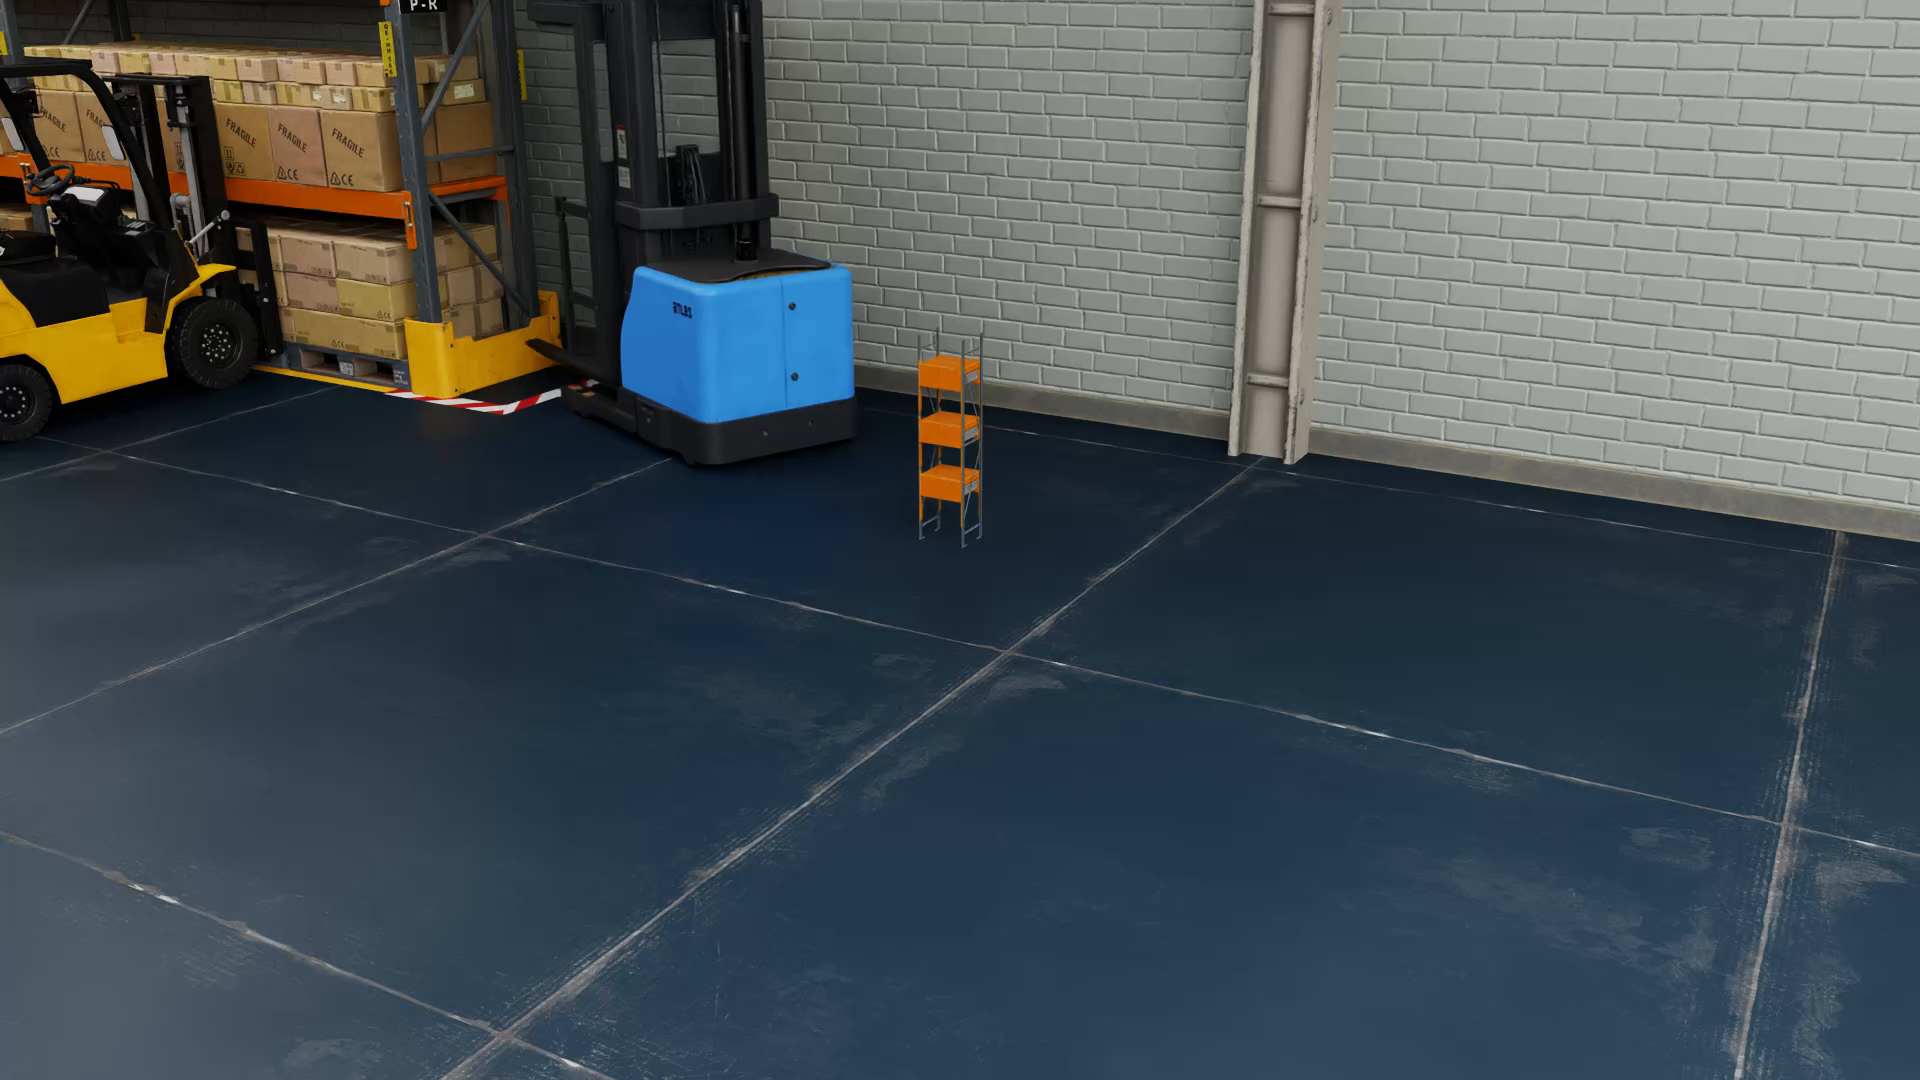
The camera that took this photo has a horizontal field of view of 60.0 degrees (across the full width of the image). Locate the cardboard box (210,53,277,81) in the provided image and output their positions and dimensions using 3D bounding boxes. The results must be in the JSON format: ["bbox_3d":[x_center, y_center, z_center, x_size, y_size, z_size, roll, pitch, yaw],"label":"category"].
[{"bbox_3d":[-4.836,-3.207,11.272,0.250,0.149,0.380,11,23,28],"label":"cardboard box"}]

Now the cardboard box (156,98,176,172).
[{"bbox_3d":[-5.584,-2.931,11.899,0.500,0.500,0.500,11,22,27],"label":"cardboard box"}]

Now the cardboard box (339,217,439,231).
[{"bbox_3d":[-4.022,-2.129,11.785,0.500,0.250,0.500,11,23,27],"label":"cardboard box"}]

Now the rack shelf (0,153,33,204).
[{"bbox_3d":[-8.495,-3.195,13.830,4.000,0.370,1.077,11,23,27],"label":"rack shelf"}]

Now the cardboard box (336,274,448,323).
[{"bbox_3d":[-3.834,-1.663,11.235,0.500,0.250,0.500,10,22,27],"label":"cardboard box"}]

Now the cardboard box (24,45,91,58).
[{"bbox_3d":[-6.616,-3.551,12.222,0.250,0.149,0.380,11,23,28],"label":"cardboard box"}]

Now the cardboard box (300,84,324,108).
[{"bbox_3d":[-4.131,-2.957,11.020,0.250,0.149,0.380,11,23,28],"label":"cardboard box"}]

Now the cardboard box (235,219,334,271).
[{"bbox_3d":[-4.705,-2.058,11.591,0.500,0.250,0.500,11,23,28],"label":"cardboard box"}]

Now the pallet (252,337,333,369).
[{"bbox_3d":[-5.006,-1.543,12.308,1.213,0.211,1.003,11,23,27],"label":"pallet"}]

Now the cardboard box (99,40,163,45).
[{"bbox_3d":[-6.323,-3.729,12.714,0.250,0.149,0.380,11,23,27],"label":"cardboard box"}]

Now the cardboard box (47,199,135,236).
[{"bbox_3d":[-6.480,-2.402,12.538,0.500,0.250,0.500,10,22,26],"label":"cardboard box"}]

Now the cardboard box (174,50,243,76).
[{"bbox_3d":[-5.226,-3.324,11.597,0.250,0.149,0.380,11,23,28],"label":"cardboard box"}]

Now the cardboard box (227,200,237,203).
[{"bbox_3d":[-5.775,-2.472,12.730,0.500,0.250,0.500,10,22,27],"label":"cardboard box"}]

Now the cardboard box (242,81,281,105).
[{"bbox_3d":[-4.598,-3.032,11.226,0.250,0.149,0.380,10,22,26],"label":"cardboard box"}]

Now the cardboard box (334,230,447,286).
[{"bbox_3d":[-3.811,-1.894,11.138,0.500,0.250,0.500,12,23,29],"label":"cardboard box"}]

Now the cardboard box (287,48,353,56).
[{"bbox_3d":[-4.528,-3.395,11.792,0.250,0.149,0.380,10,22,26],"label":"cardboard box"}]

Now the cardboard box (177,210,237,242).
[{"bbox_3d":[-5.598,-2.234,12.076,0.500,0.250,0.500,12,23,29],"label":"cardboard box"}]

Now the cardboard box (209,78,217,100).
[{"bbox_3d":[-5.002,-3.136,11.514,0.250,0.149,0.380,11,22,27],"label":"cardboard box"}]

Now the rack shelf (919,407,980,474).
[{"bbox_3d":[-0.047,-0.492,8.214,0.240,0.259,0.215,11,23,27],"label":"rack shelf"}]

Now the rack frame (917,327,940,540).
[{"bbox_3d":[-0.153,-0.523,8.267,0.008,1.050,0.200,11,23,27],"label":"rack frame"}]

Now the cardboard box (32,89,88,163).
[{"bbox_3d":[-6.489,-3.096,12.356,0.500,0.500,0.500,10,22,26],"label":"cardboard box"}]

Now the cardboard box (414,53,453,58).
[{"bbox_3d":[-3.648,-3.210,11.281,0.250,0.149,0.380,12,23,29],"label":"cardboard box"}]

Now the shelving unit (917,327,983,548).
[{"bbox_3d":[-0.047,-0.502,8.211,0.252,1.050,0.215,11,23,27],"label":"shelving unit"}]

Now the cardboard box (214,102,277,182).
[{"bbox_3d":[-4.711,-2.760,11.430,0.500,0.500,0.500,10,22,26],"label":"cardboard box"}]

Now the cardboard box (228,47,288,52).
[{"bbox_3d":[-5.015,-3.455,11.958,0.250,0.149,0.380,12,23,29],"label":"cardboard box"}]

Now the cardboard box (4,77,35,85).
[{"bbox_3d":[-7.156,-3.543,12.637,0.250,0.149,0.380,12,23,29],"label":"cardboard box"}]

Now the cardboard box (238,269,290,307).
[{"bbox_3d":[-4.728,-1.830,11.693,0.500,0.250,0.500,10,22,26],"label":"cardboard box"}]

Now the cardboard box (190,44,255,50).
[{"bbox_3d":[-5.421,-3.563,12.255,0.250,0.149,0.380,10,22,26],"label":"cardboard box"}]

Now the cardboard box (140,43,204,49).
[{"bbox_3d":[-5.887,-3.635,12.454,0.250,0.149,0.380,11,22,27],"label":"cardboard box"}]

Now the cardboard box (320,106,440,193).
[{"bbox_3d":[-3.815,-2.586,10.950,0.500,0.500,0.500,10,22,26],"label":"cardboard box"}]

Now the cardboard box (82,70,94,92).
[{"bbox_3d":[-6.131,-3.344,12.087,0.250,0.149,0.380,11,23,27],"label":"cardboard box"}]

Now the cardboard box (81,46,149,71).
[{"bbox_3d":[-6.116,-3.495,12.067,0.250,0.149,0.380,10,22,26],"label":"cardboard box"}]

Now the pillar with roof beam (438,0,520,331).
[{"bbox_3d":[-5.525,-4.458,7.459,0.400,9.000,9.100,11,23,27],"label":"pillar with roof beam"}]

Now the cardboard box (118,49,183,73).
[{"bbox_3d":[-5.702,-3.386,11.768,0.250,0.149,0.380,10,22,26],"label":"cardboard box"}]

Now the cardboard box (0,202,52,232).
[{"bbox_3d":[-7.210,-2.365,13.354,0.625,0.625,0.875,12,23,30],"label":"cardboard box"}]

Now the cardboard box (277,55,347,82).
[{"bbox_3d":[-4.326,-3.155,11.130,0.250,0.149,0.380,11,23,28],"label":"cardboard box"}]

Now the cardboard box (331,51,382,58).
[{"bbox_3d":[-4.104,-3.286,11.490,0.250,0.149,0.380,11,23,28],"label":"cardboard box"}]

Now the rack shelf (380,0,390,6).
[{"bbox_3d":[-5.003,-3.940,11.485,4.000,0.370,1.077,11,23,27],"label":"rack shelf"}]

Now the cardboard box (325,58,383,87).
[{"bbox_3d":[-3.903,-3.056,10.857,0.250,0.149,0.380,11,23,27],"label":"cardboard box"}]

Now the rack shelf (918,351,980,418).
[{"bbox_3d":[-0.047,-0.759,8.117,0.240,0.259,0.215,11,23,27],"label":"rack shelf"}]

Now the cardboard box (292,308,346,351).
[{"bbox_3d":[-4.251,-1.510,11.546,0.500,0.250,0.500,11,23,27],"label":"cardboard box"}]

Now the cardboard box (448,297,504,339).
[{"bbox_3d":[-3.590,-1.580,11.739,0.500,0.250,0.500,11,23,28],"label":"cardboard box"}]

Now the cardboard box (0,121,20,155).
[{"bbox_3d":[-7.317,-3.136,12.832,0.500,0.250,0.500,11,23,29],"label":"cardboard box"}]

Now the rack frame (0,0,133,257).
[{"bbox_3d":[-6.749,-3.201,12.790,0.127,3.000,1.000,11,23,27],"label":"rack frame"}]

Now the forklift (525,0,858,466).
[{"bbox_3d":[-1.893,-2.235,10.229,1.130,2.935,3.031,-14,24,-34],"label":"forklift"}]

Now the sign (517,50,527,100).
[{"bbox_3d":[-2.981,-3.144,11.248,0.005,0.325,0.100,11,23,27],"label":"sign"}]

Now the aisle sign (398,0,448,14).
[{"bbox_3d":[-3.343,-3.659,10.242,0.004,0.787,0.394,11,23,27],"label":"aisle sign"}]

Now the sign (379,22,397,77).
[{"bbox_3d":[-3.534,-3.032,10.280,0.005,0.325,0.100,11,23,27],"label":"sign"}]

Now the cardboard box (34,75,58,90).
[{"bbox_3d":[-6.599,-3.421,12.301,0.250,0.149,0.380,10,22,26],"label":"cardboard box"}]

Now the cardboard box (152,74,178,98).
[{"bbox_3d":[-5.496,-3.200,11.690,0.250,0.149,0.380,10,22,26],"label":"cardboard box"}]

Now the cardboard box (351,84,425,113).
[{"bbox_3d":[-3.696,-2.862,10.758,0.250,0.149,0.380,11,23,28],"label":"cardboard box"}]

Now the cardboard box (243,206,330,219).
[{"bbox_3d":[-4.898,-2.302,12.264,0.500,0.250,0.500,10,22,26],"label":"cardboard box"}]

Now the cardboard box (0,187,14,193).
[{"bbox_3d":[-8.541,-2.621,14.059,0.625,0.625,0.875,10,22,25],"label":"cardboard box"}]
